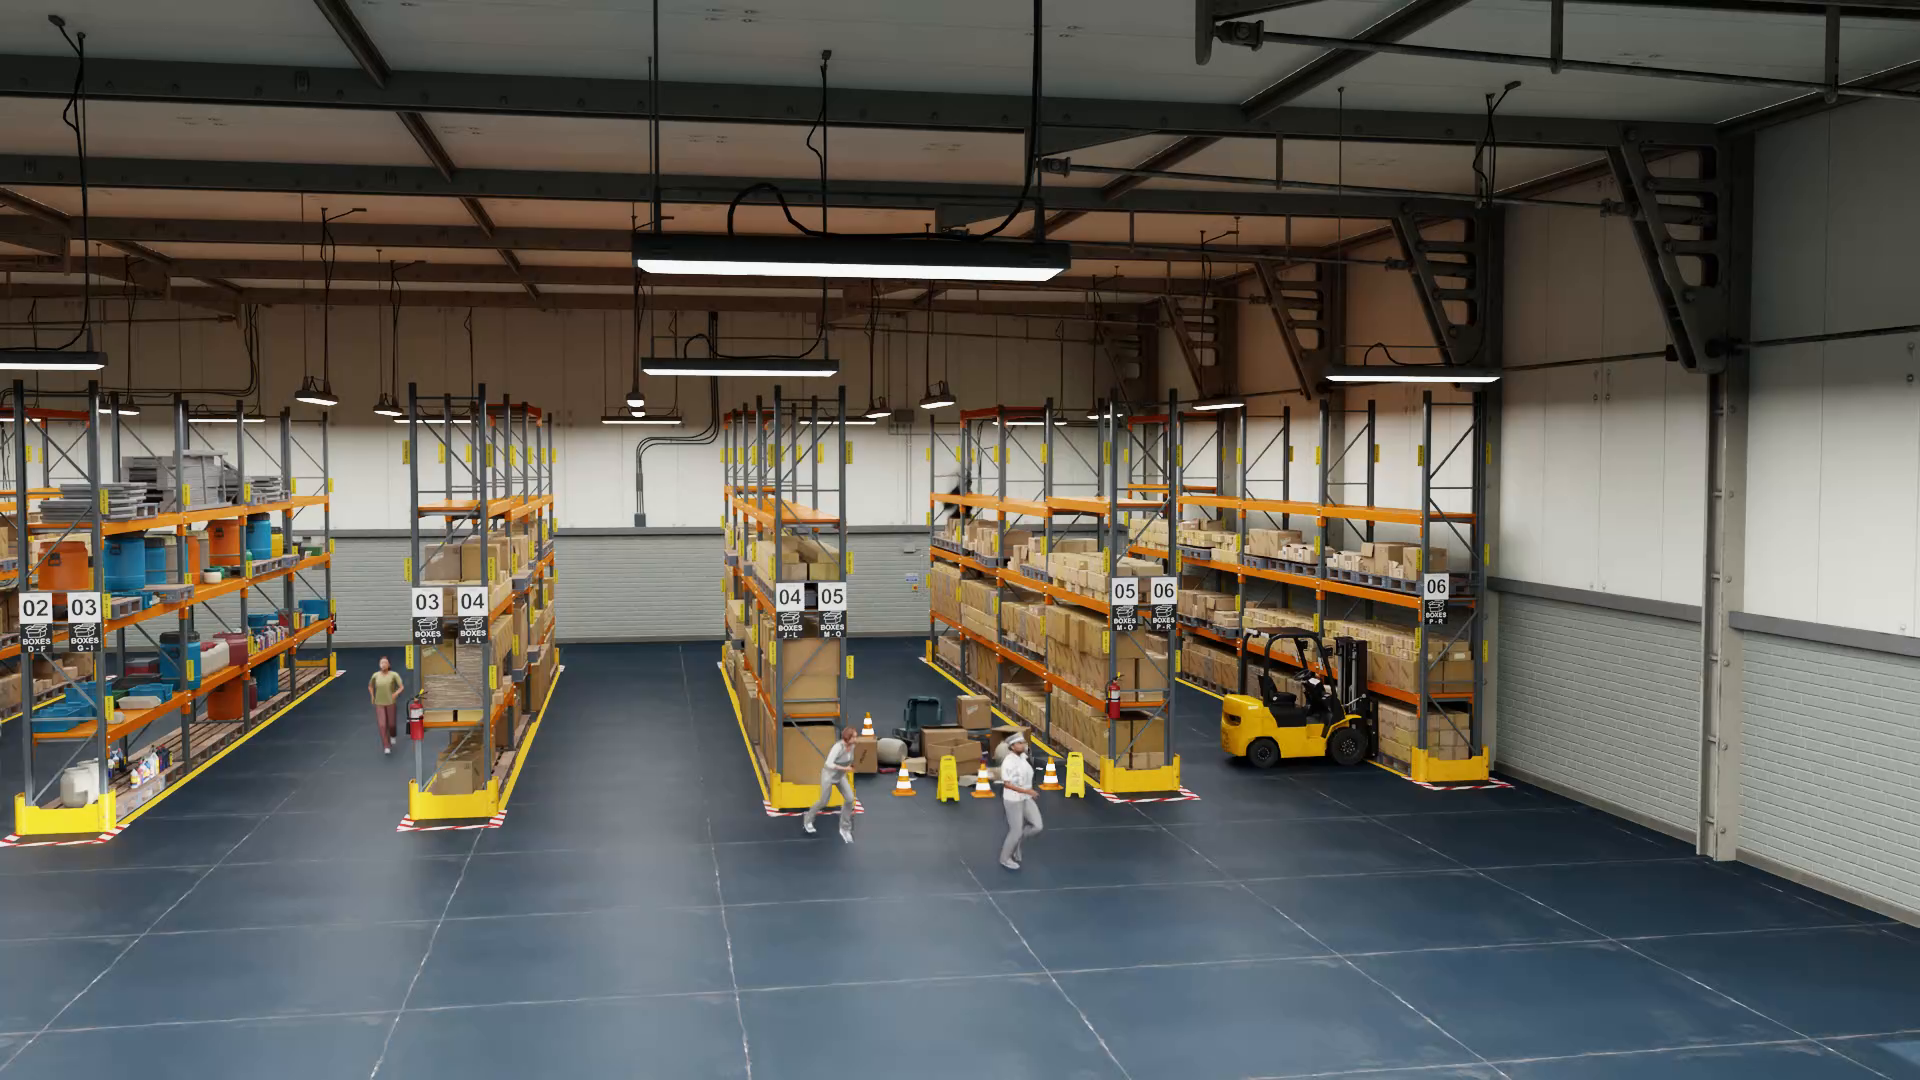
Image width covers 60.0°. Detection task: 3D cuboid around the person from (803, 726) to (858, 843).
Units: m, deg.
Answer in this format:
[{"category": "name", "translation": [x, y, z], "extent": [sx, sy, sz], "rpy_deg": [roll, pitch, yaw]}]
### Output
[{"category": "person", "translation": [-1.676, 3.166, 21.698], "extent": [0.911, 1.542, 0.579], "rpy_deg": [2, 4, 35]}]

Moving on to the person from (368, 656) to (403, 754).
[{"category": "person", "translation": [-9.682, 2.764, 28.040], "extent": [0.572, 1.626, 0.604], "rpy_deg": [-1, 3, -12]}]

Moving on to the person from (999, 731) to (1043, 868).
[{"category": "person", "translation": [0.758, 3.148, 20.164], "extent": [0.595, 1.672, 0.567], "rpy_deg": [3, 4, 41]}]
